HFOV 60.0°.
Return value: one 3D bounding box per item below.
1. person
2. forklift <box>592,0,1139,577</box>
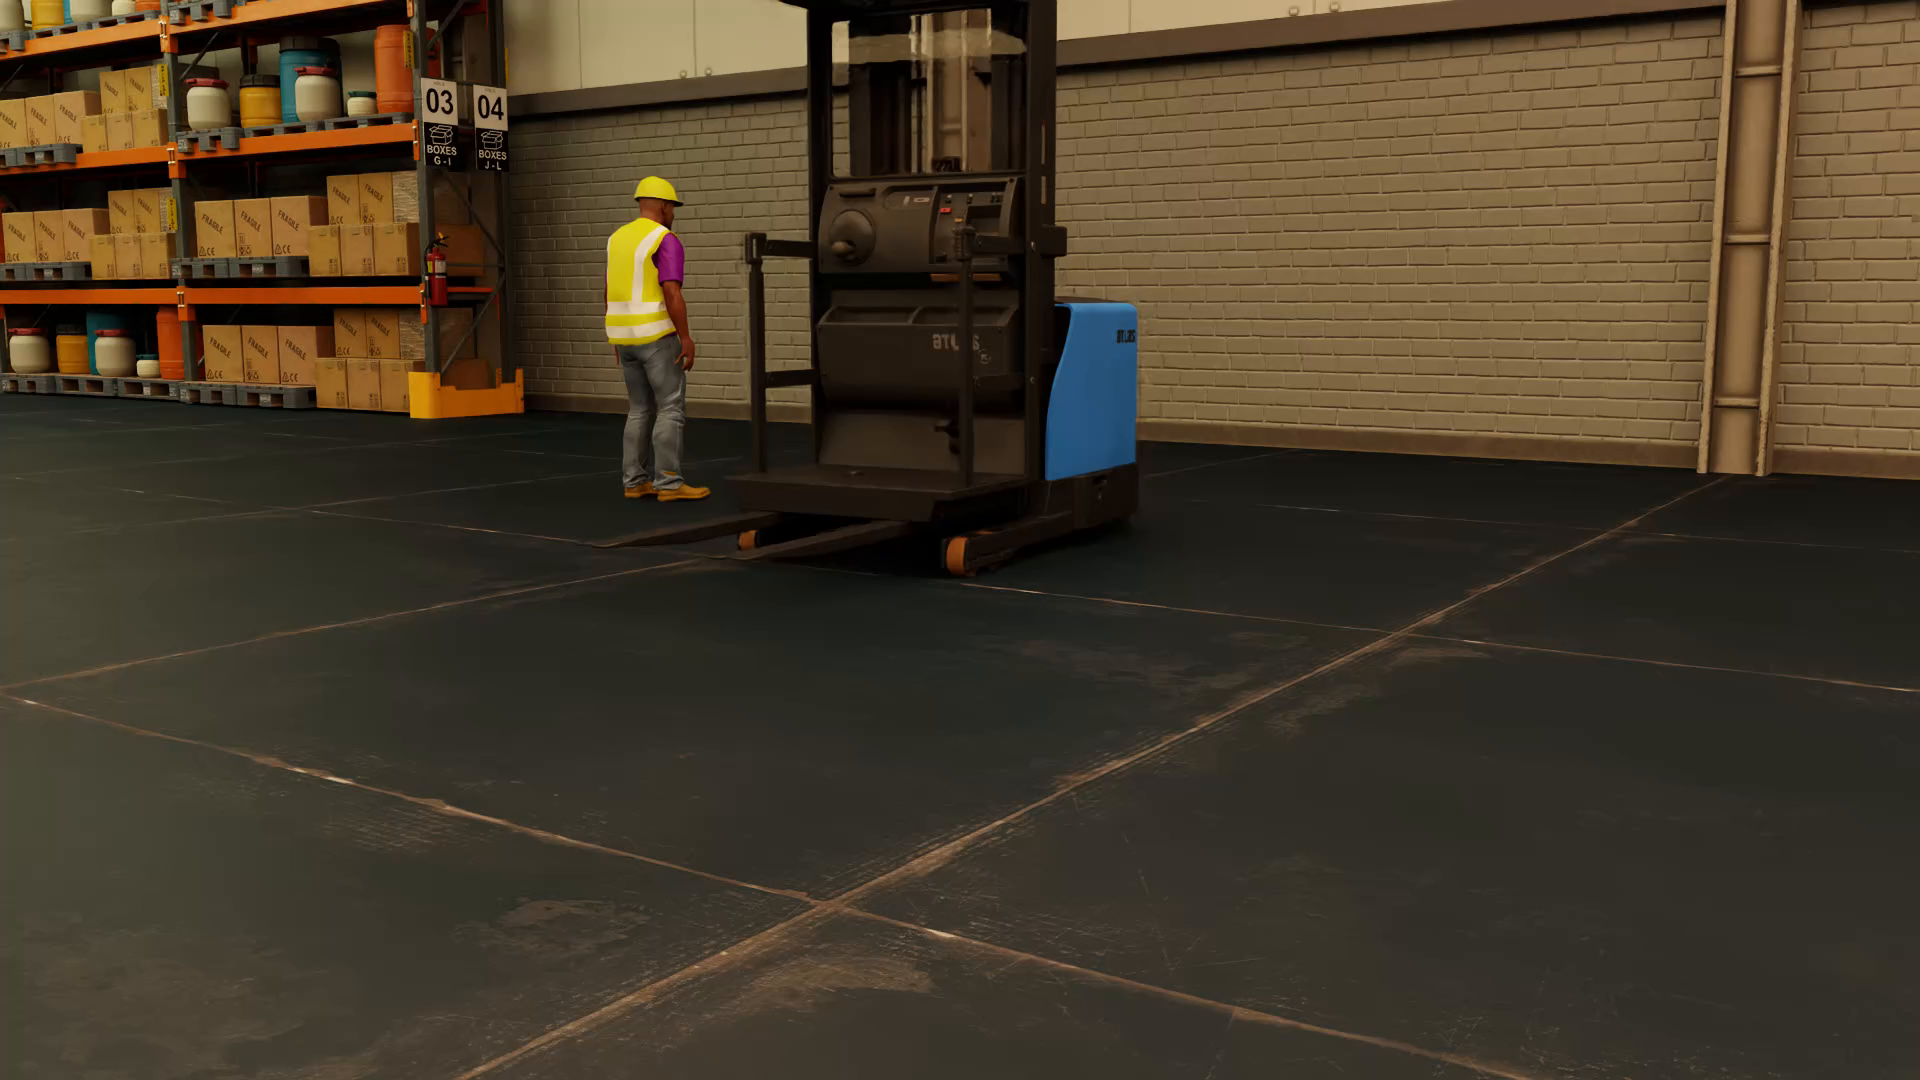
[{"bbox_3d":[-1.687,-1.104,9.133,0.630,1.759,0.462,7,11,41],"label":"person"},{"bbox_3d":[-0.286,-1.375,6.861,1.130,2.935,3.031,4,9,28],"label":"forklift"}]
